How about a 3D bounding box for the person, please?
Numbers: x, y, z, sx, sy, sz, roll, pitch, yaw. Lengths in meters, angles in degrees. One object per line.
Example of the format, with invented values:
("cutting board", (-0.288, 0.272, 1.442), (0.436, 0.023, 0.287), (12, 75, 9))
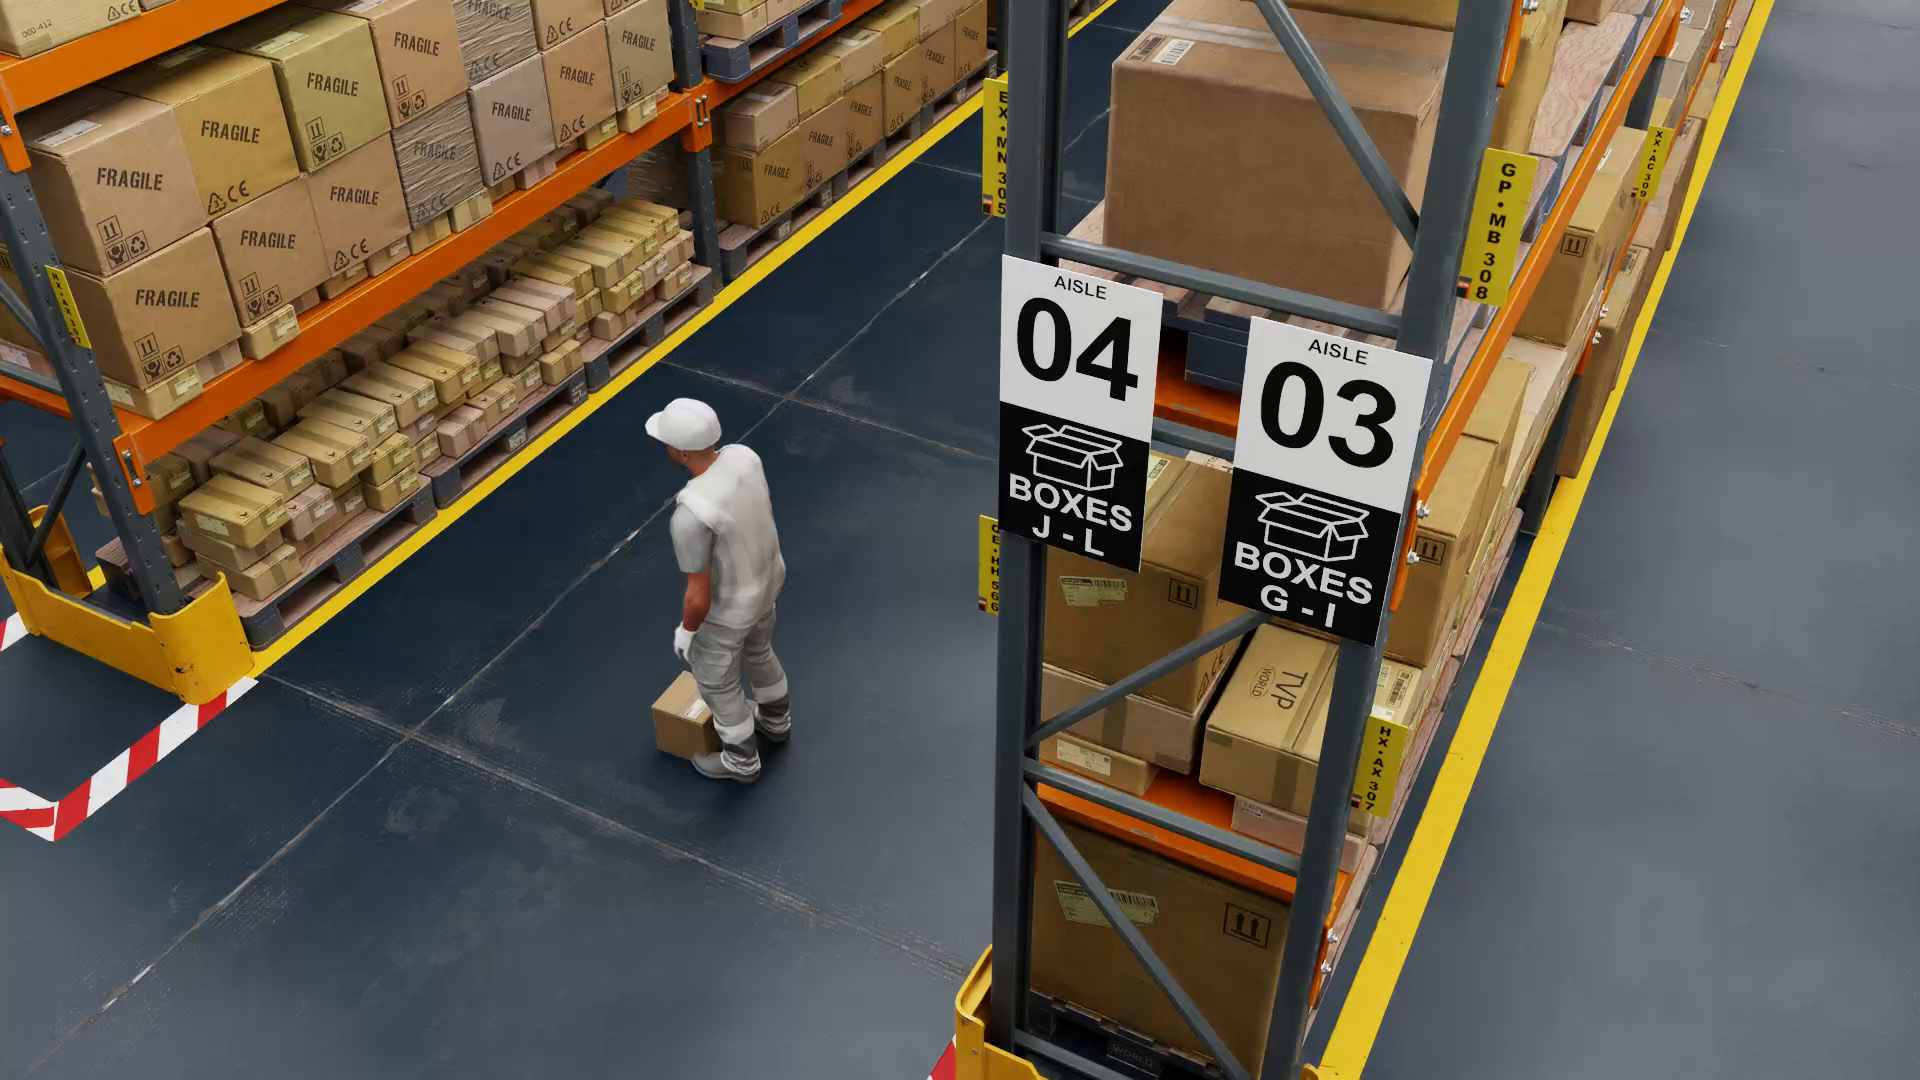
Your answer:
("person", (-0.915, 0.214, 6.459), (0.446, 1.780, 0.620), (15, 40, 19))
